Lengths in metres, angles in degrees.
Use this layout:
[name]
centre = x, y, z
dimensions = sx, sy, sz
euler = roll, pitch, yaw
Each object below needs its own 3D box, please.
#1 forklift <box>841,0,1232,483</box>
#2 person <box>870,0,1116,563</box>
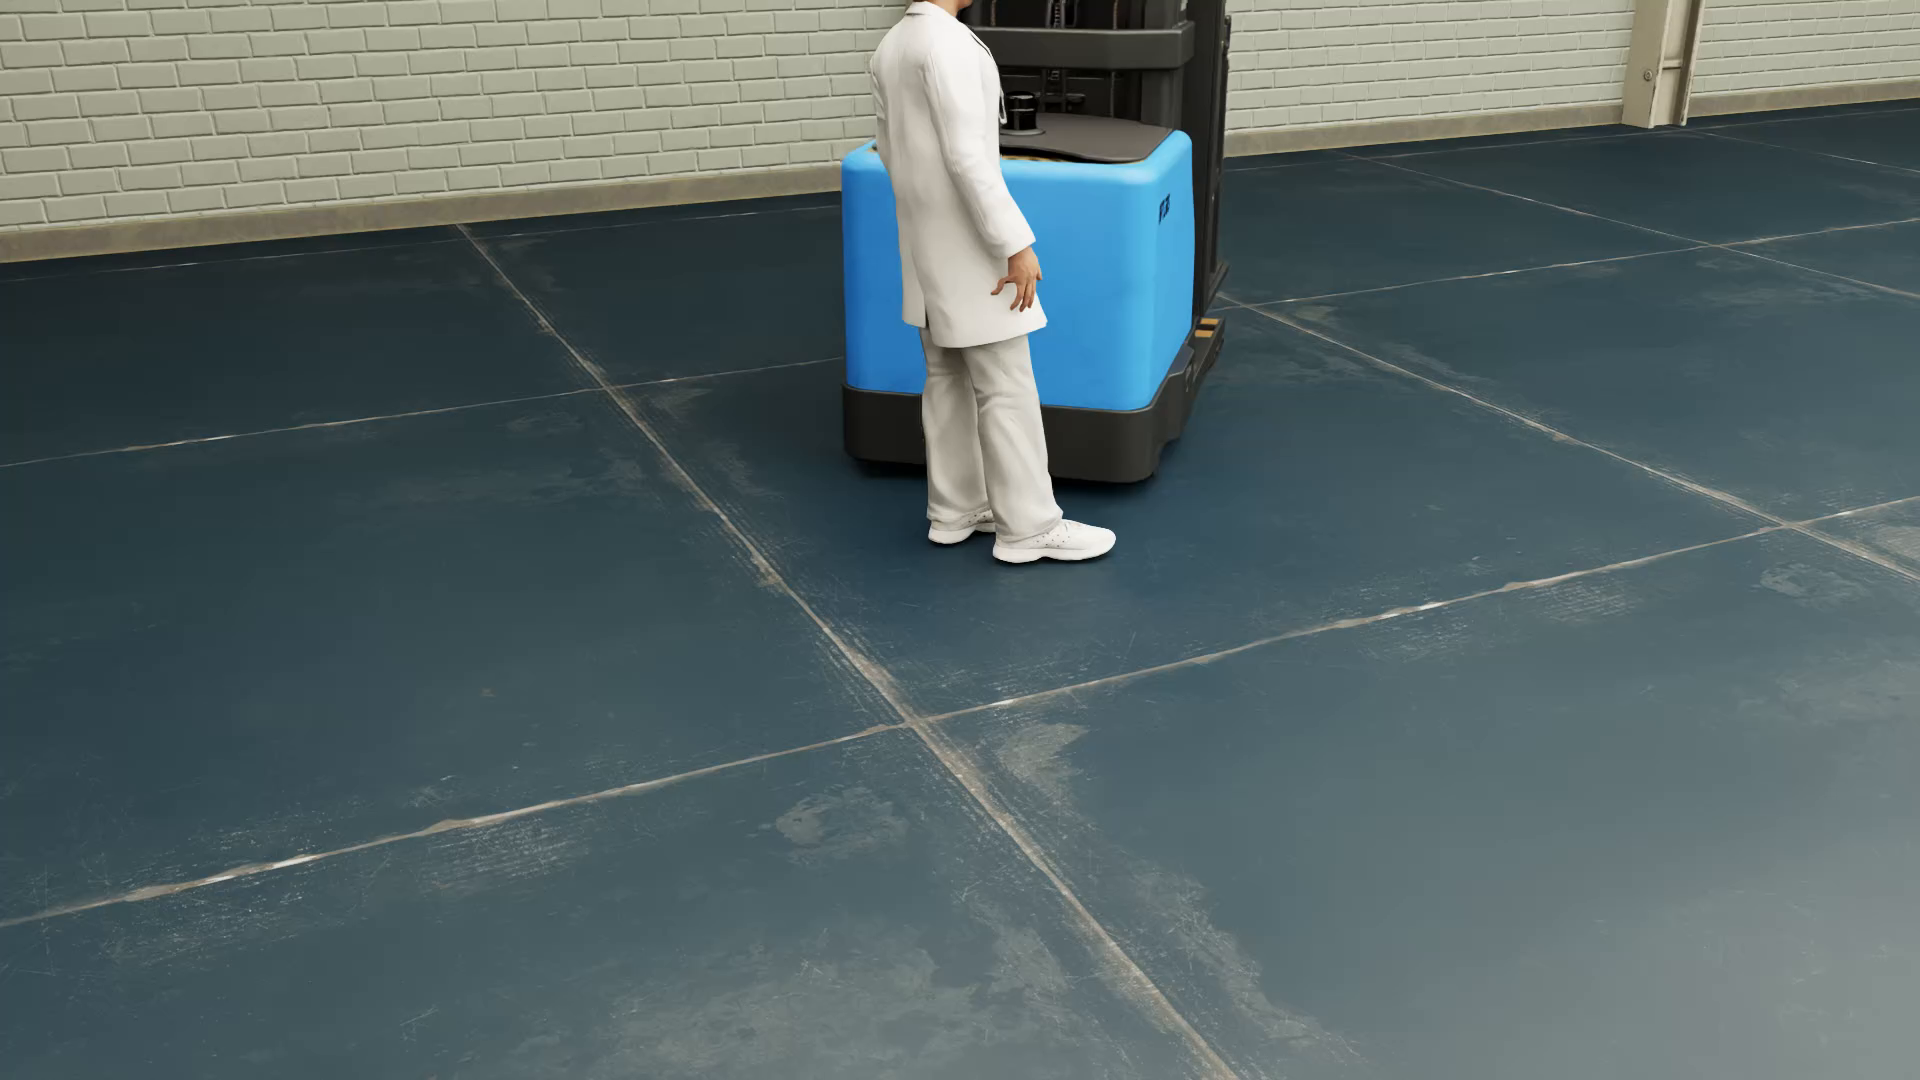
[forklift]
centre = 0.486, -2.074, 6.279
dimensions = 1.130, 2.935, 3.031
euler = 6, 23, 14
[person]
centre = 0.084, -0.840, 4.794
dimensions = 0.581, 1.775, 0.696
euler = -10, 25, -23
